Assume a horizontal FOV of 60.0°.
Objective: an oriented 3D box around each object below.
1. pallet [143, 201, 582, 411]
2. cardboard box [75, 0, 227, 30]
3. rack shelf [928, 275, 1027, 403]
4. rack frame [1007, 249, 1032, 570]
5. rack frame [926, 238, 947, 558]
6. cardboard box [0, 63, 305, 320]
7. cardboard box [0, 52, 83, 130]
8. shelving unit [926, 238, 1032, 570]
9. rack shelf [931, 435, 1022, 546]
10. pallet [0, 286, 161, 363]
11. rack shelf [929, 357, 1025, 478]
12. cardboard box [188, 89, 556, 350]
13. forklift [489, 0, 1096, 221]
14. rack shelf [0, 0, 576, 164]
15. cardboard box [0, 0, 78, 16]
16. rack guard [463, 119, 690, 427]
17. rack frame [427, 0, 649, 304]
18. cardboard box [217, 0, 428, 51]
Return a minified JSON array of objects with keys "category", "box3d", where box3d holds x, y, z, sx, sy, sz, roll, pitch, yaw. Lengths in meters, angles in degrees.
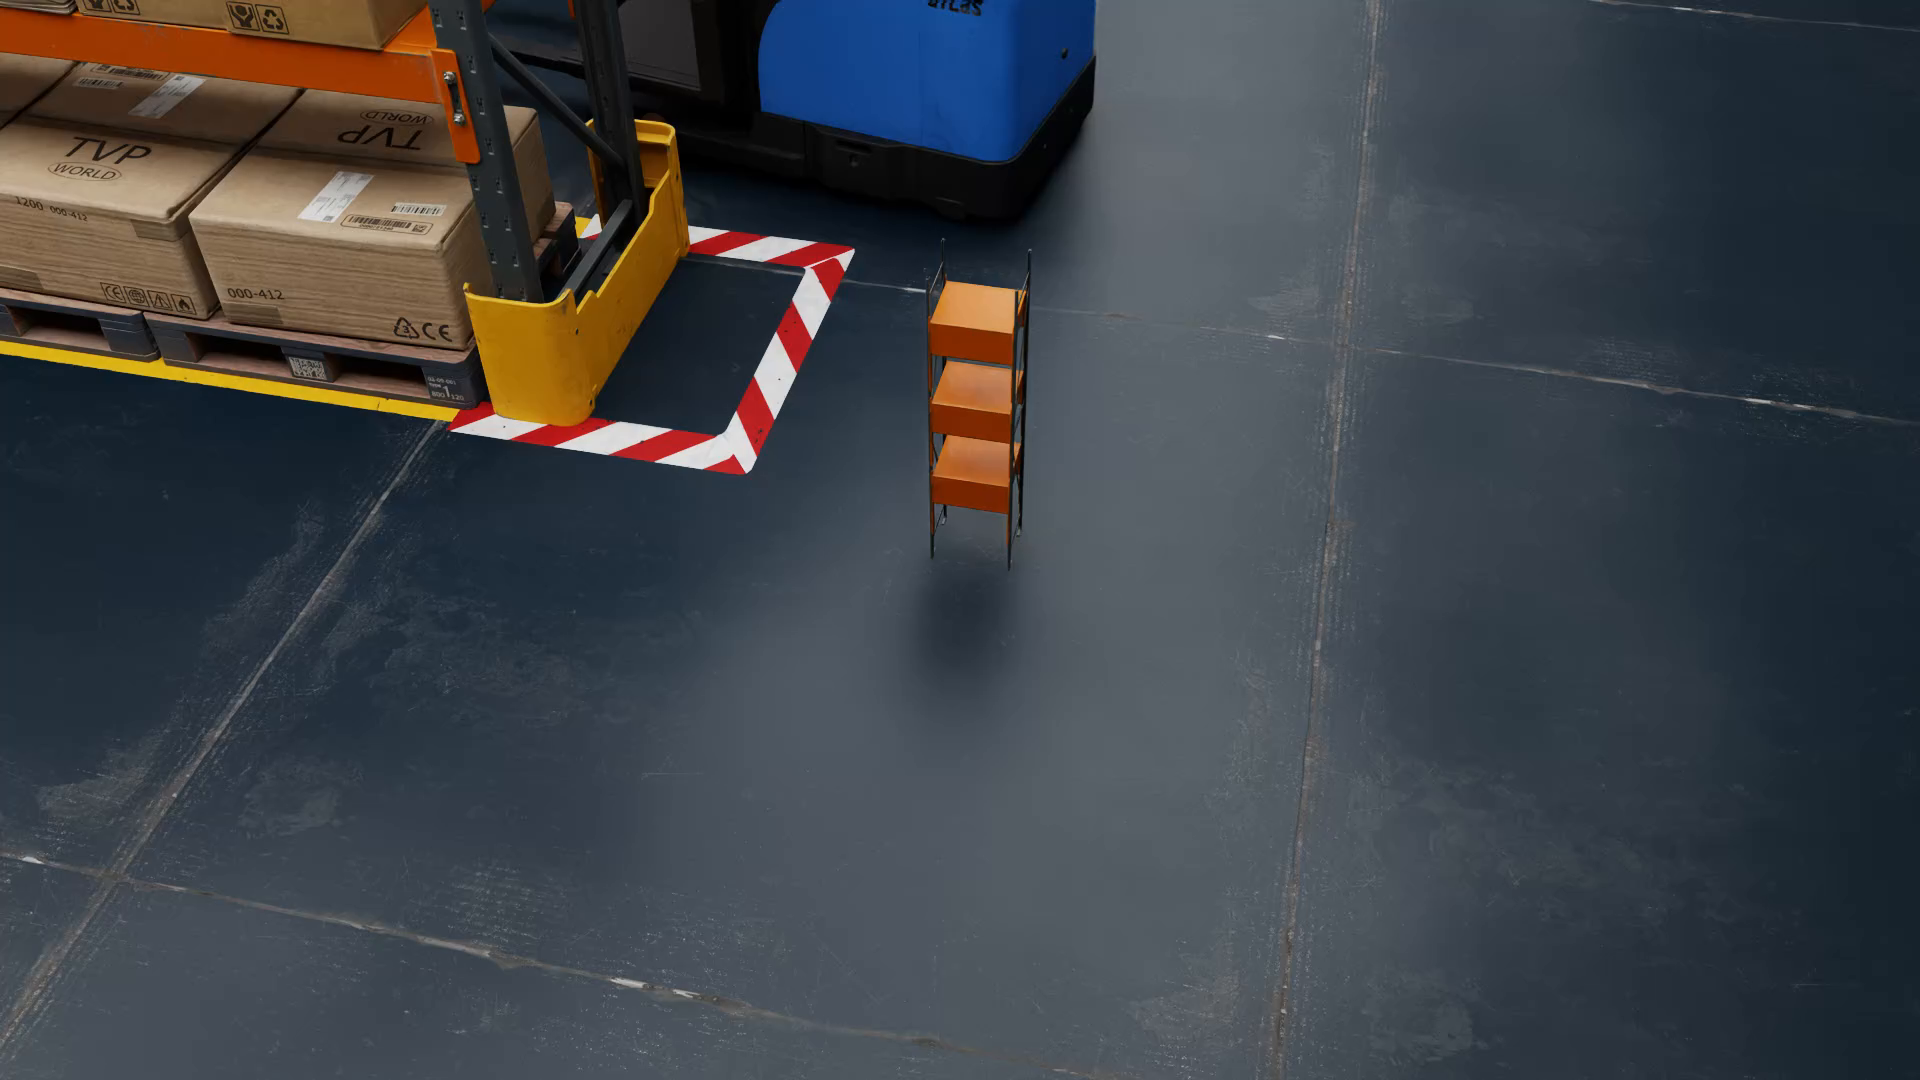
[{"category":"pallet","box3d":[-2.145,-0.944,6.079,1.213,0.211,1.003,9,45,9]},{"category":"cardboard box","box3d":[-2.363,-1.897,4.986,0.500,0.500,0.500,8,44,8]},{"category":"rack shelf","box3d":[0.052,-0.567,4.688,0.240,0.259,0.215,9,45,9]},{"category":"rack frame","box3d":[0.171,-0.352,4.858,0.008,1.050,0.200,9,45,9]},{"category":"rack frame","box3d":[-0.067,-0.389,4.897,0.008,1.050,0.200,9,45,9]},{"category":"cardboard box","box3d":[-2.908,-1.274,5.956,0.875,0.438,0.875,10,45,10]},{"category":"cardboard box","box3d":[-3.788,-1.412,6.099,0.875,0.438,0.875,8,44,8]},{"category":"shelving unit","box3d":[0.052,-0.370,4.877,0.252,1.050,0.215,9,45,9]},{"category":"rack shelf","box3d":[0.052,-0.162,5.078,0.240,0.259,0.215,9,45,9]},{"category":"pallet","box3d":[-3.332,-1.131,6.273,1.213,0.211,1.003,9,45,9]},{"category":"rack shelf","box3d":[0.052,-0.363,4.885,0.240,0.259,0.215,9,45,9]},{"category":"cardboard box","box3d":[-2.014,-1.142,5.818,0.875,0.438,0.875,7,44,8]},{"category":"forklift","box3d":[-0.999,-2.973,6.225,3.031,2.935,1.130,16,46,16]},{"category":"rack shelf","box3d":[-3.299,-1.925,5.605,4.000,0.370,1.077,9,45,9]},{"category":"cardboard box","box3d":[-2.867,-1.968,5.060,0.500,0.500,0.500,10,45,10]},{"category":"rack guard","box3d":[-1.324,-0.977,5.904,0.348,0.500,1.175,9,45,9]},{"category":"rack frame","box3d":[-1.348,-1.881,5.041,0.127,3.000,1.000,9,45,9]},{"category":"cardboard box","box3d":[-1.876,-1.811,4.896,0.500,0.500,0.500,9,45,9]}]
